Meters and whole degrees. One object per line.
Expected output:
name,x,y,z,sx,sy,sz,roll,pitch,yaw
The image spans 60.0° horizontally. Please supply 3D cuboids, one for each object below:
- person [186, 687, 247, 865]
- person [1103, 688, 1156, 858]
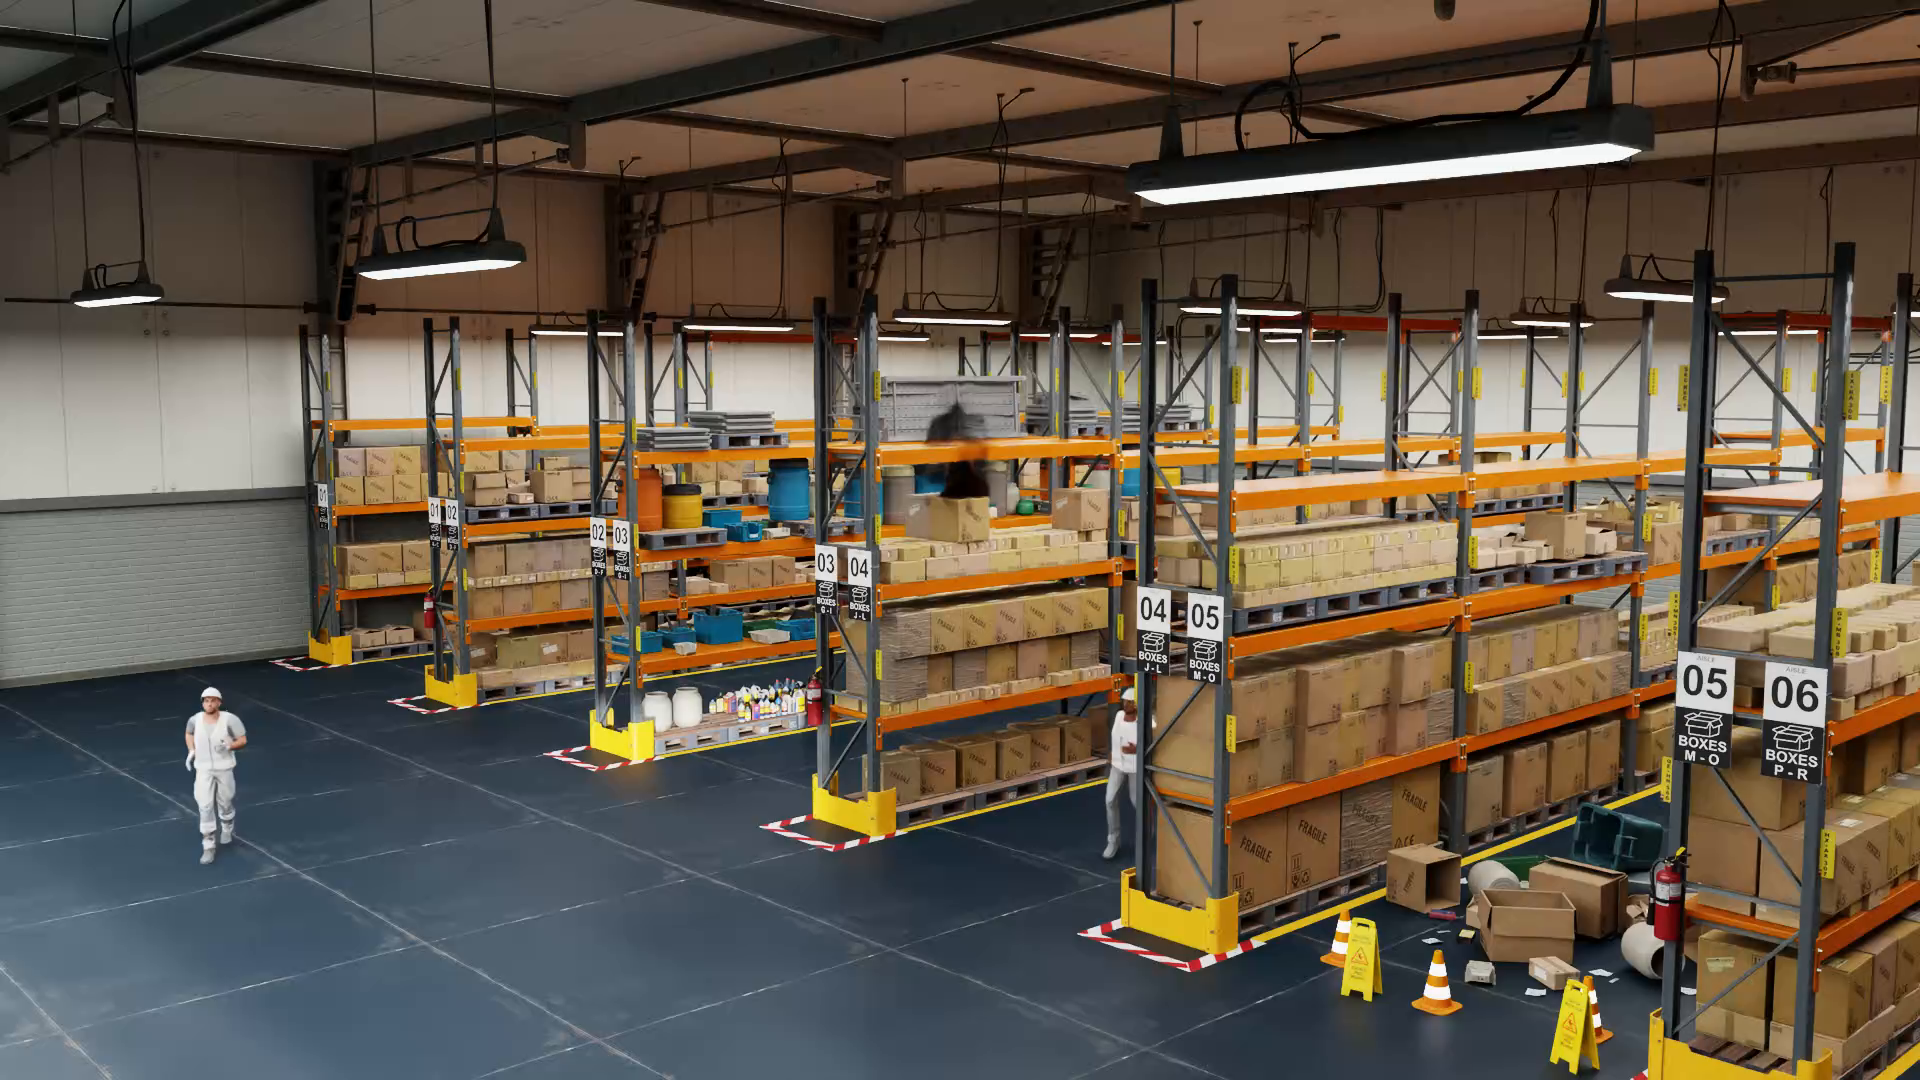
person,-7.938,2.461,17.749,0.632,1.800,0.905,-2,6,-16
person,1.847,2.487,17.880,0.675,1.830,0.790,4,7,36
